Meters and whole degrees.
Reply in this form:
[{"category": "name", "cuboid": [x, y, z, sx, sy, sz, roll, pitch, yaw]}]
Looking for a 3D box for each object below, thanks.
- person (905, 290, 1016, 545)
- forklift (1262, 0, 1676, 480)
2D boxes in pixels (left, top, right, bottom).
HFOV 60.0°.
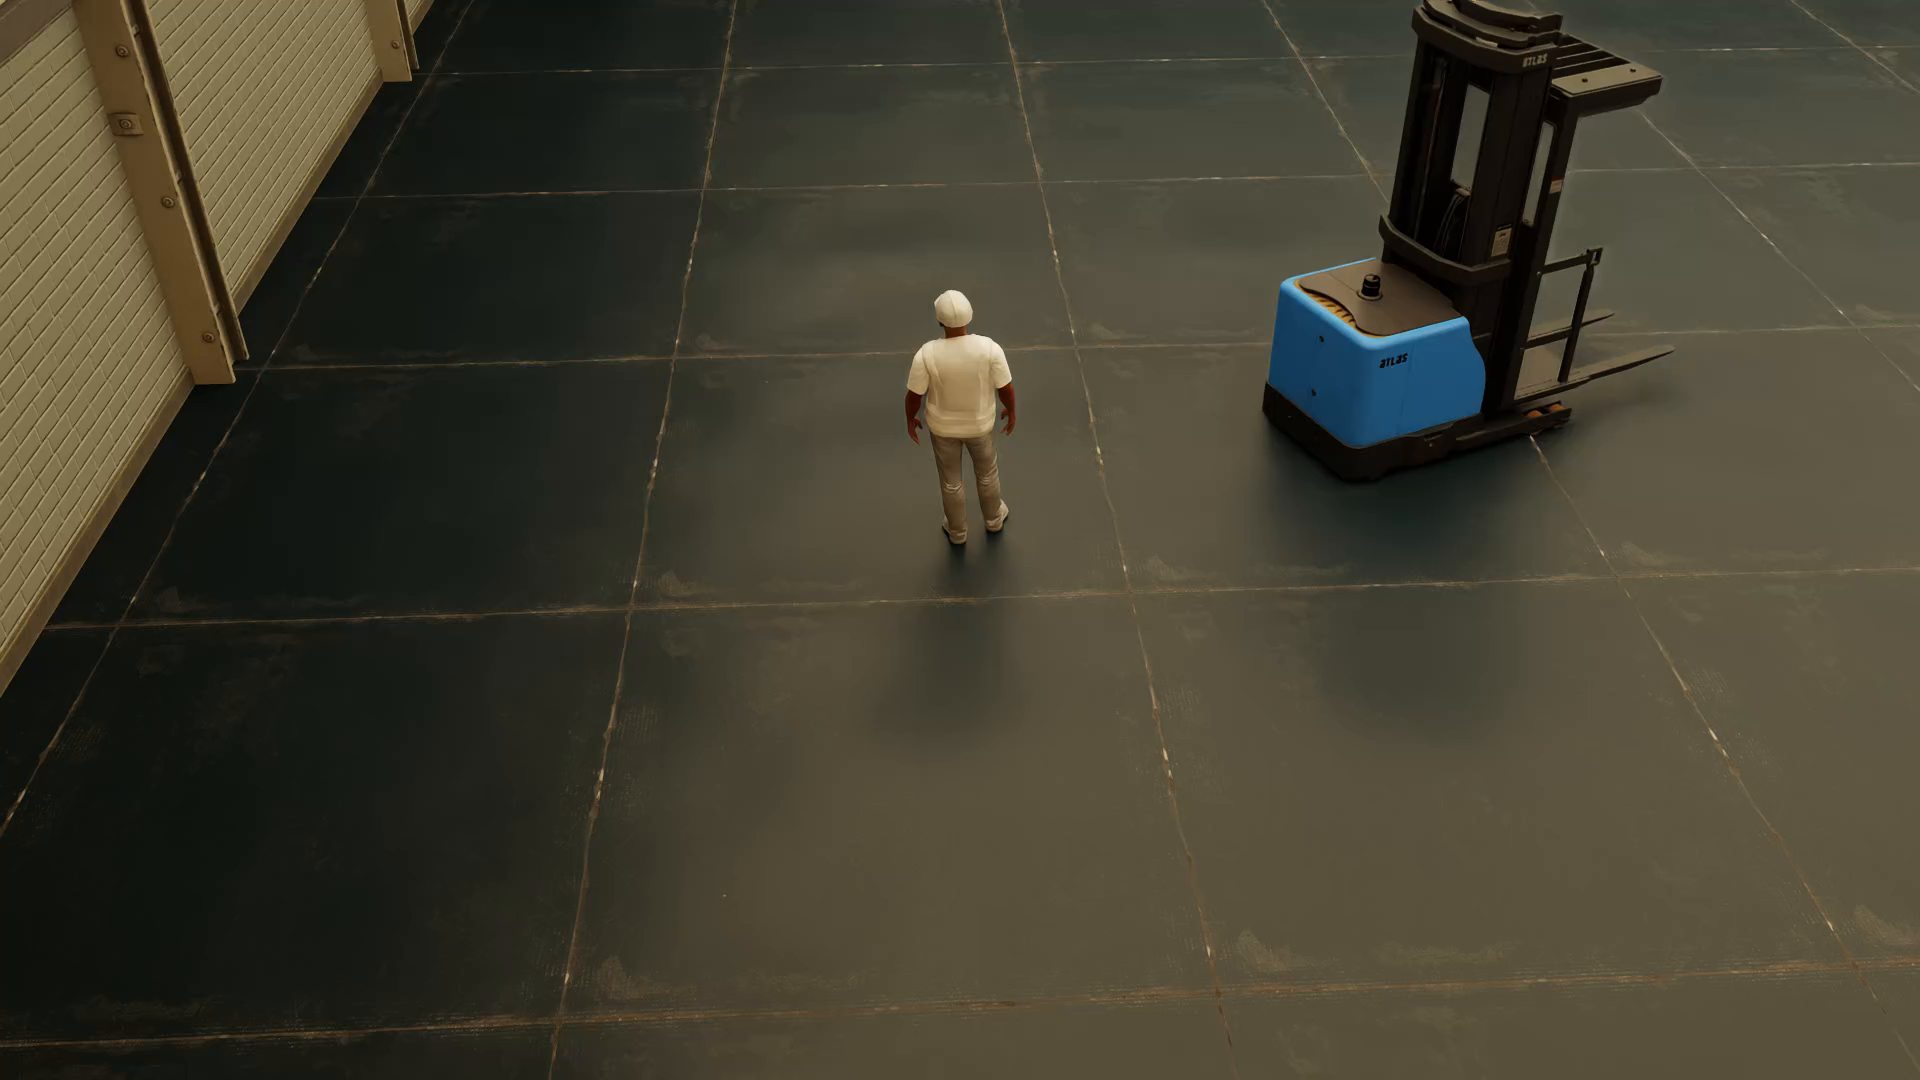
[{"category": "person", "cuboid": [0.002, -0.761, 10.033, 0.665, 1.768, 0.575, -2, 36, -2]}, {"category": "forklift", "cuboid": [3.668, -2.174, 10.996, 3.031, 2.935, 1.130, -16, 39, -21]}]
